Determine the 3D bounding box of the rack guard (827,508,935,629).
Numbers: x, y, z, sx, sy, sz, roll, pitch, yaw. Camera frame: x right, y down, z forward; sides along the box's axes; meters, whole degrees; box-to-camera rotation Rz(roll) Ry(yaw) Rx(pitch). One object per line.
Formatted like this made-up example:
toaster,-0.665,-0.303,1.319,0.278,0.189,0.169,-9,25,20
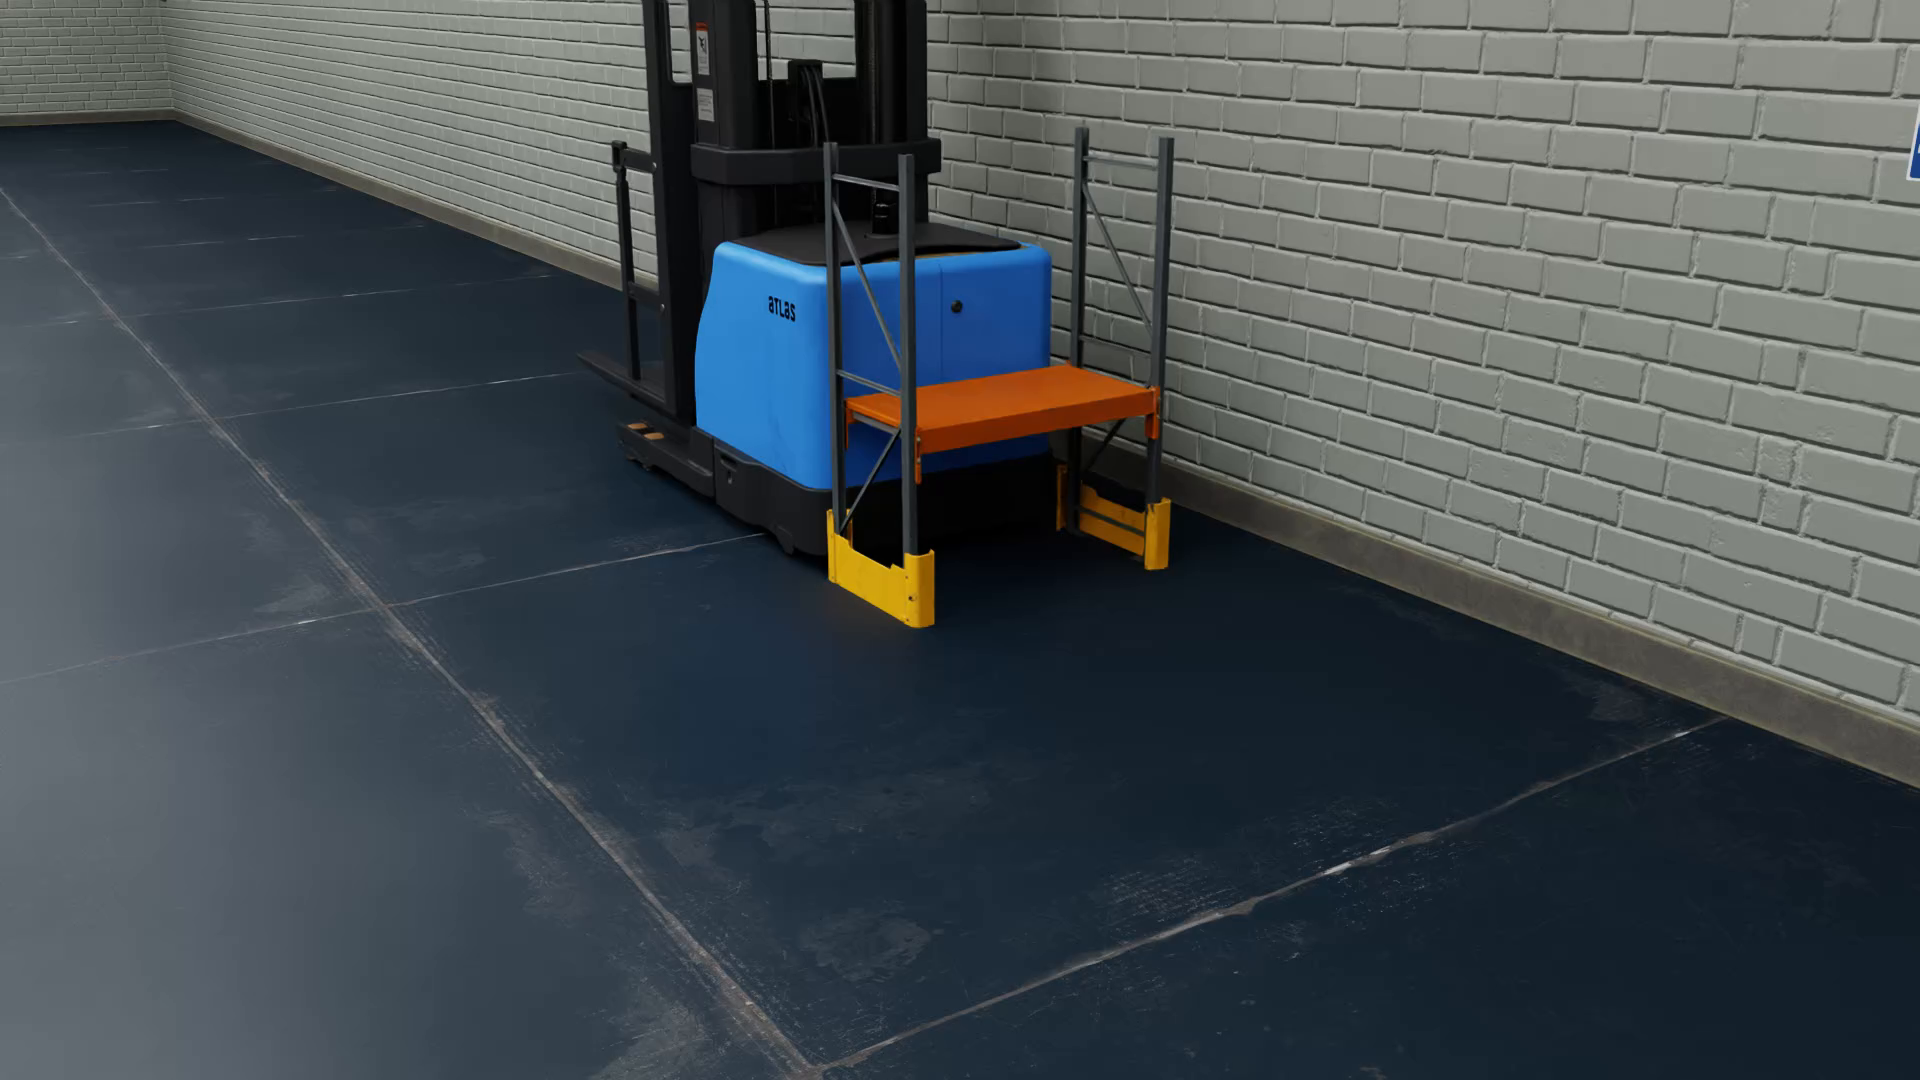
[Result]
rack guard,-0.271,0.088,5.594,0.087,0.250,0.587,-12,22,-32

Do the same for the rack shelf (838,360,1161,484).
rack shelf,0.135,-0.421,5.710,1.000,0.185,0.538,-12,22,-32

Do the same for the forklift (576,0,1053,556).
forklift,-0.844,-1.753,6.852,1.130,2.935,3.031,-11,22,-30

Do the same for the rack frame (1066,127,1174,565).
rack frame,0.557,-0.682,5.921,0.032,1.500,0.500,-12,22,-32

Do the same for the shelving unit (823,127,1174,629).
shelving unit,0.142,-0.593,5.657,1.083,1.500,0.587,-12,22,-32

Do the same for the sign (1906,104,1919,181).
sign,2.429,-0.950,3.948,0.001,0.218,0.327,-12,22,-31

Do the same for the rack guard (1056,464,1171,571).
rack guard,0.556,-0.090,6.120,0.087,0.250,0.587,-12,22,-32

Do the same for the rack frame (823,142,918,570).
rack frame,-0.287,-0.501,5.384,0.032,1.500,0.500,-12,22,-32
